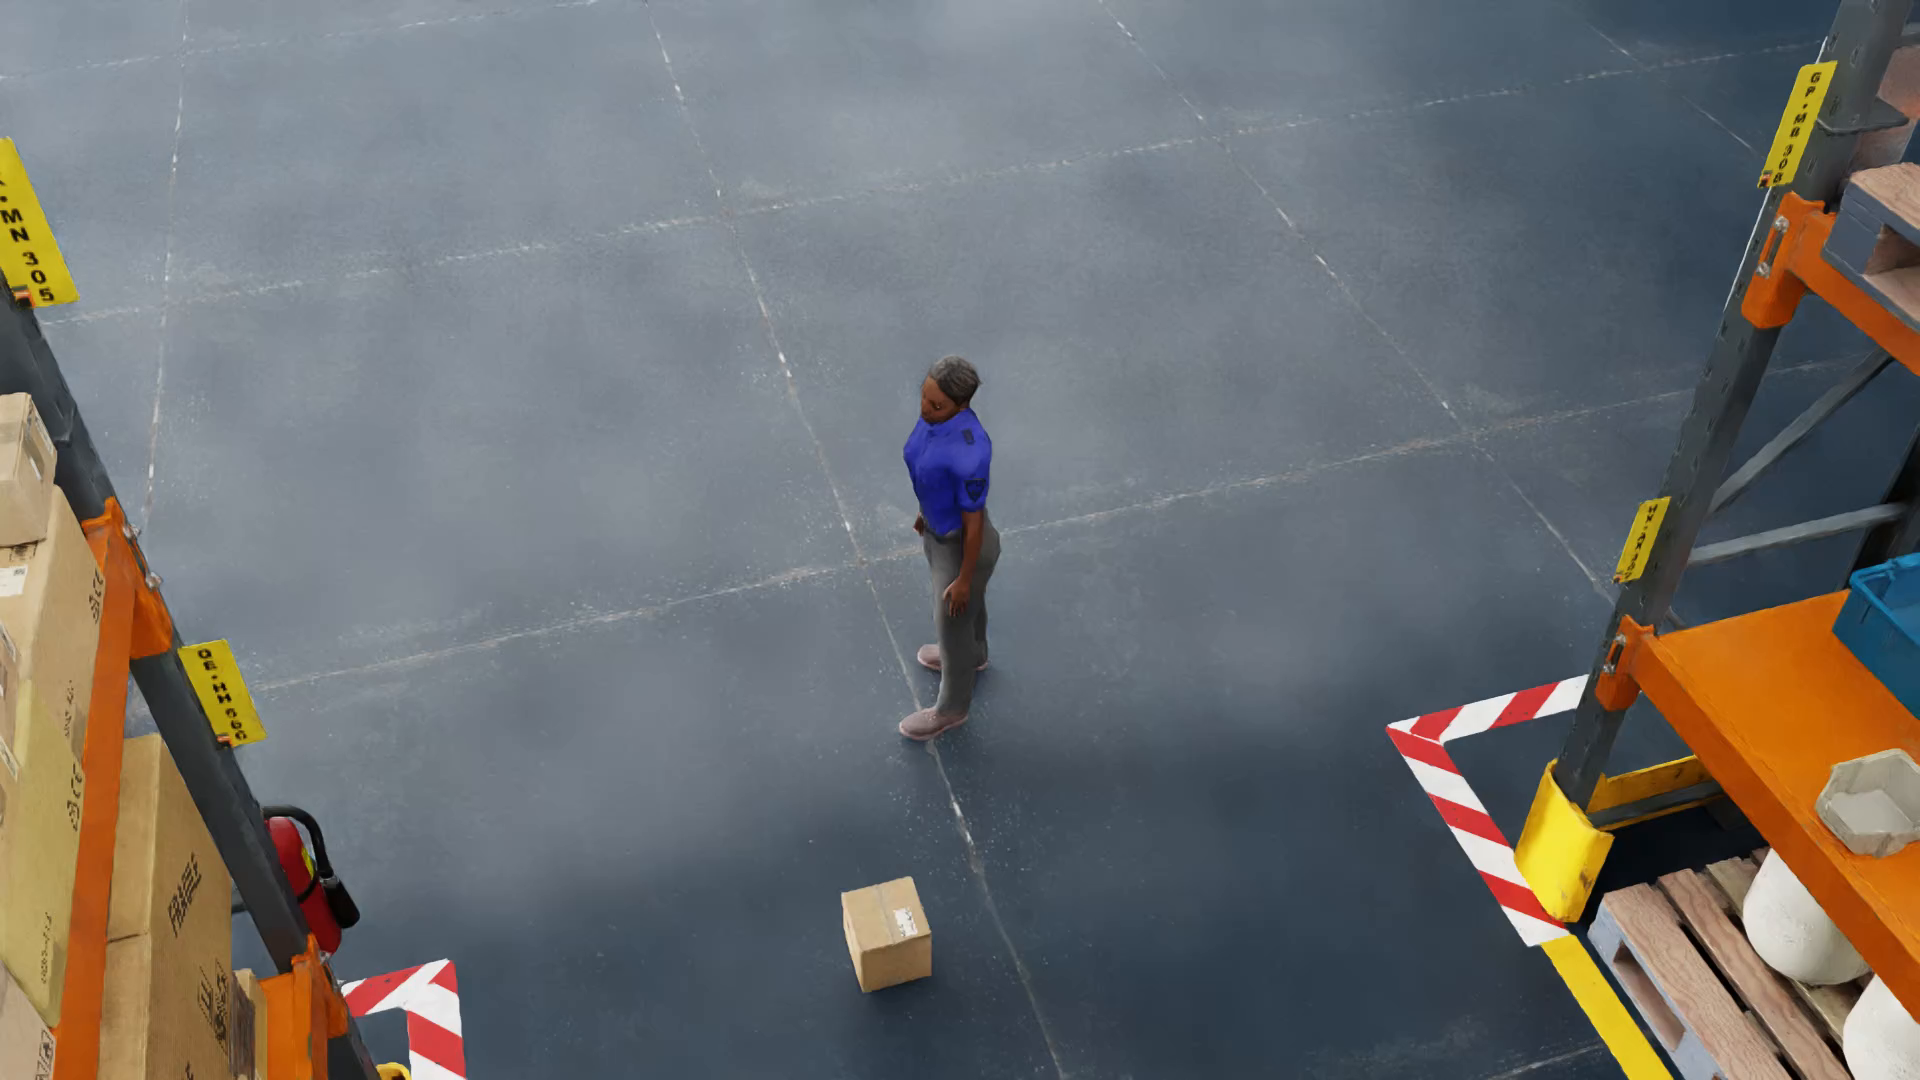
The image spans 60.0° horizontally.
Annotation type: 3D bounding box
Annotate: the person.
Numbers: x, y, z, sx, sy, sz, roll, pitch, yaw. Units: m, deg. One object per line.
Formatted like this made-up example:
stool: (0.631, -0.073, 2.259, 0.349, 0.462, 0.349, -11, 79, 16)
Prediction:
person: (-0.069, 0.013, 6.125, 0.451, 1.660, 0.527, -11, 44, -12)
